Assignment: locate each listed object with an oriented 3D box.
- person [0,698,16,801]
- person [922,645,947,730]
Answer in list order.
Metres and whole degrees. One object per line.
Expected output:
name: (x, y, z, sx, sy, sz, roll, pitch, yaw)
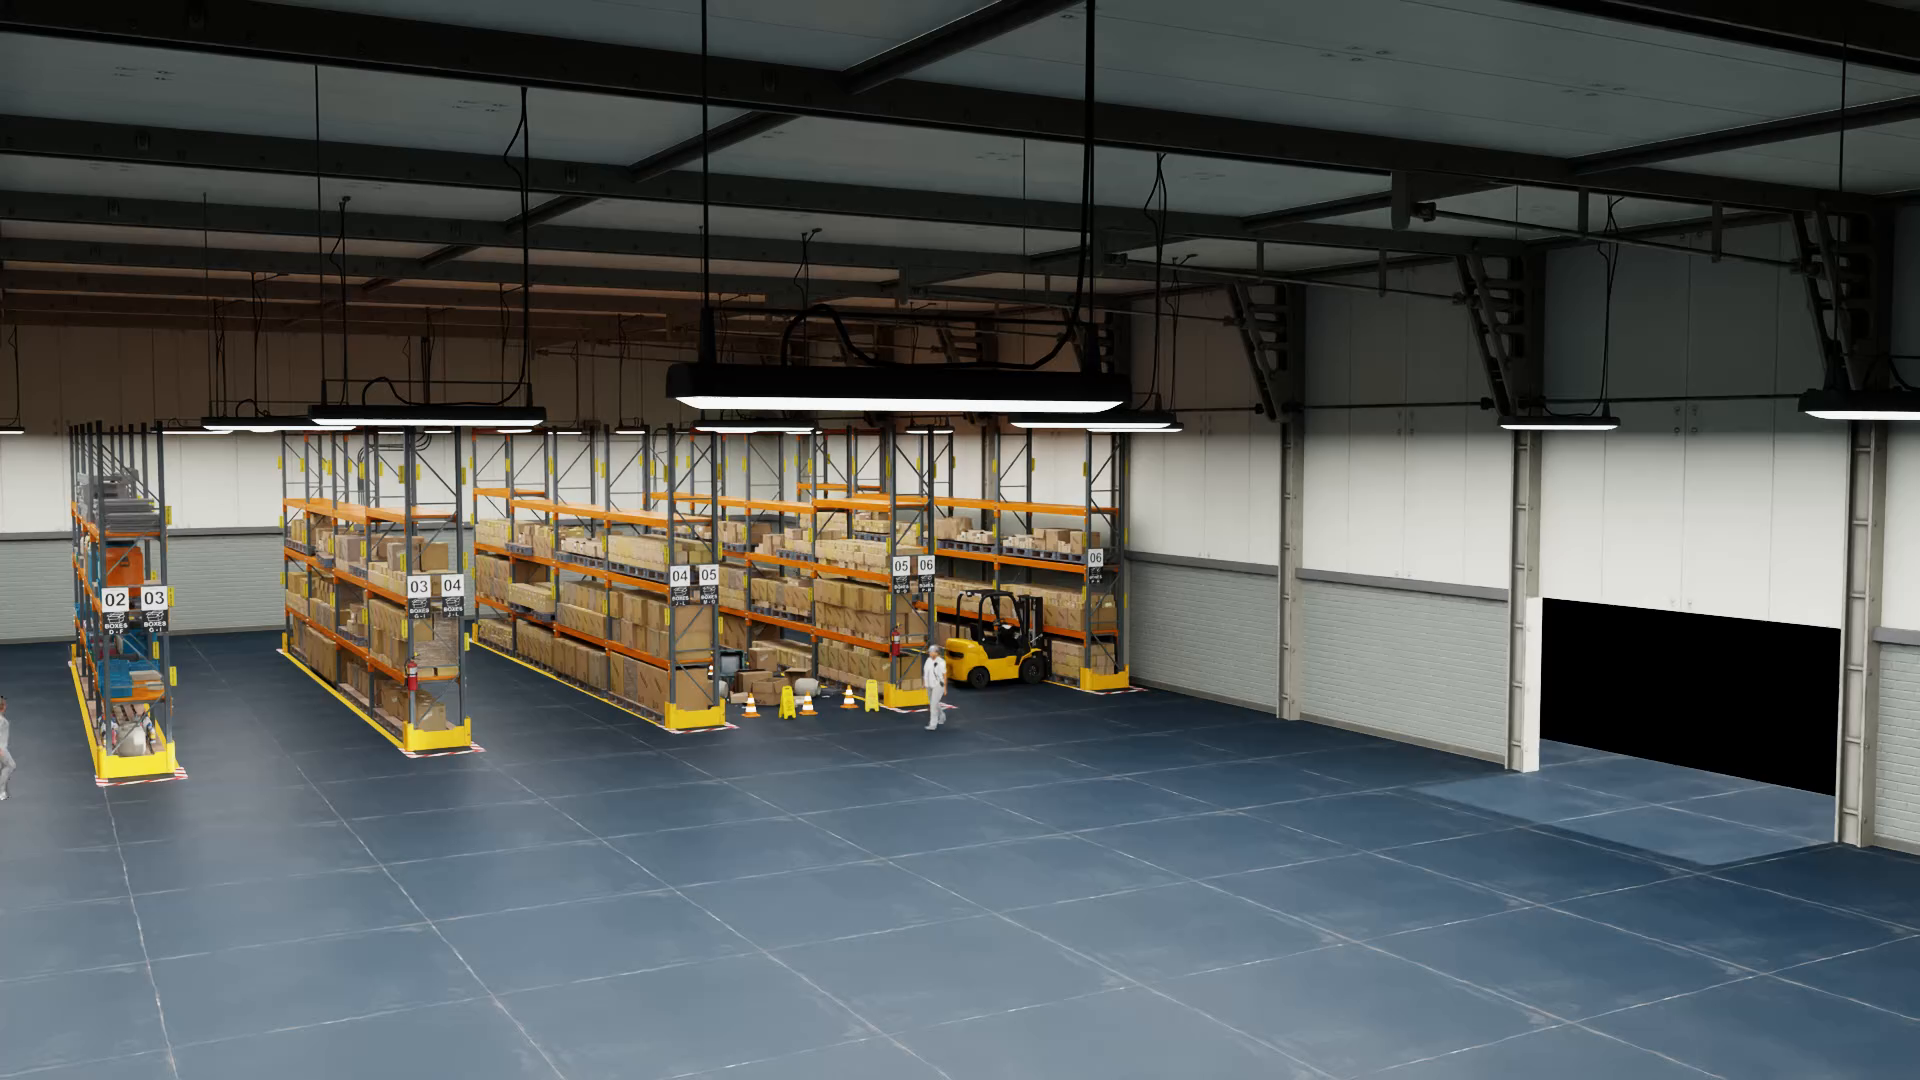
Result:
person: (-15.194, 3.300, 26.283, 0.445, 1.623, 0.451, -2, 4, -31)
person: (-0.488, 2.881, 32.766, 0.478, 1.631, 0.841, 3, 5, 43)
